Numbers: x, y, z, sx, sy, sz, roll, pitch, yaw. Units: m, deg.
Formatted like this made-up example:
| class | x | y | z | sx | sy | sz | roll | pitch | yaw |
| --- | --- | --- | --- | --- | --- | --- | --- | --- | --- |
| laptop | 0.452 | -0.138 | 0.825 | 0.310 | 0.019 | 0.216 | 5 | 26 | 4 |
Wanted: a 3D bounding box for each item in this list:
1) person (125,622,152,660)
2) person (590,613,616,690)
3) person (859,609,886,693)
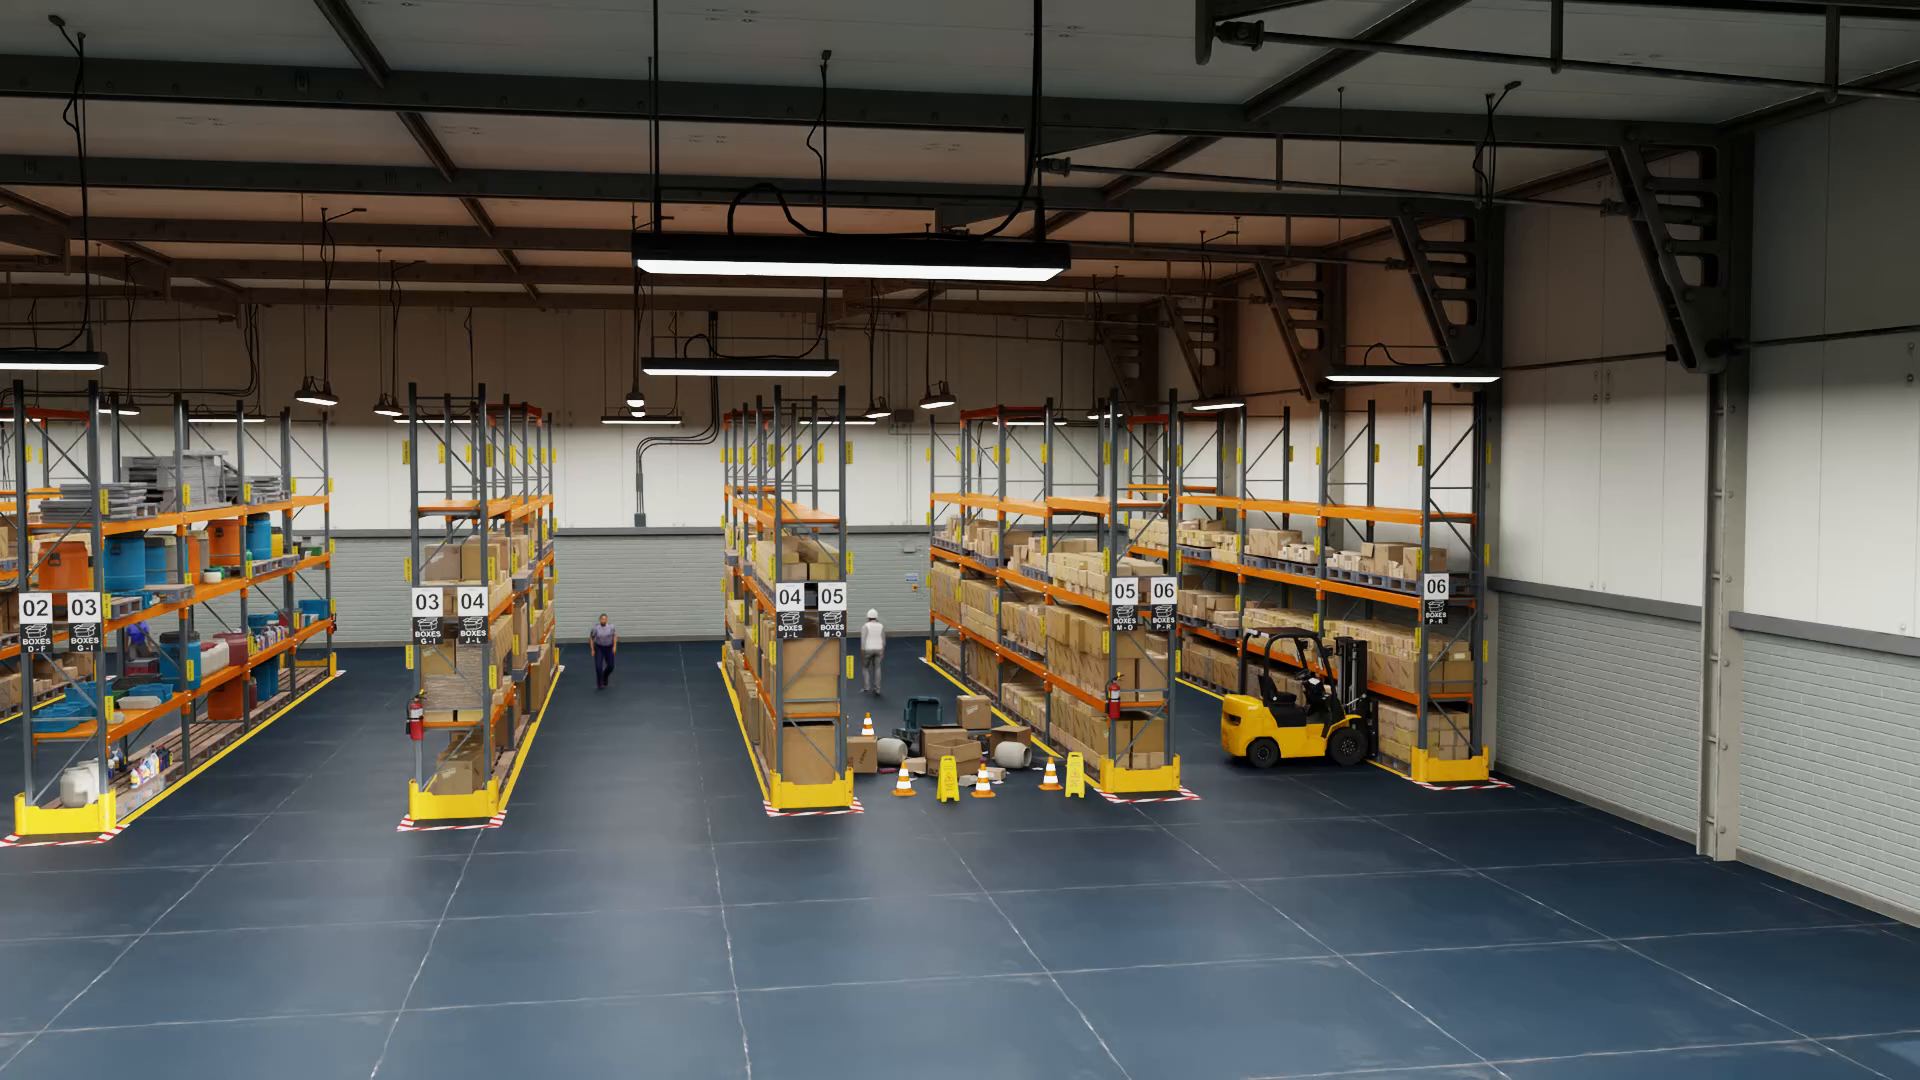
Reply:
| class | x | y | z | sx | sy | sz | roll | pitch | yaw |
| --- | --- | --- | --- | --- | --- | --- | --- | --- | --- |
| person | -17.880 | 2.351 | 36.184 | 0.561 | 1.595 | 1.033 | -1 | 3 | -18 |
| person | -7.701 | 2.385 | 35.861 | 0.571 | 1.631 | 0.557 | -1 | 3 | -19 |
| person | -1.829 | 2.362 | 35.115 | 0.572 | 1.814 | 0.624 | -1 | 3 | -21 |
